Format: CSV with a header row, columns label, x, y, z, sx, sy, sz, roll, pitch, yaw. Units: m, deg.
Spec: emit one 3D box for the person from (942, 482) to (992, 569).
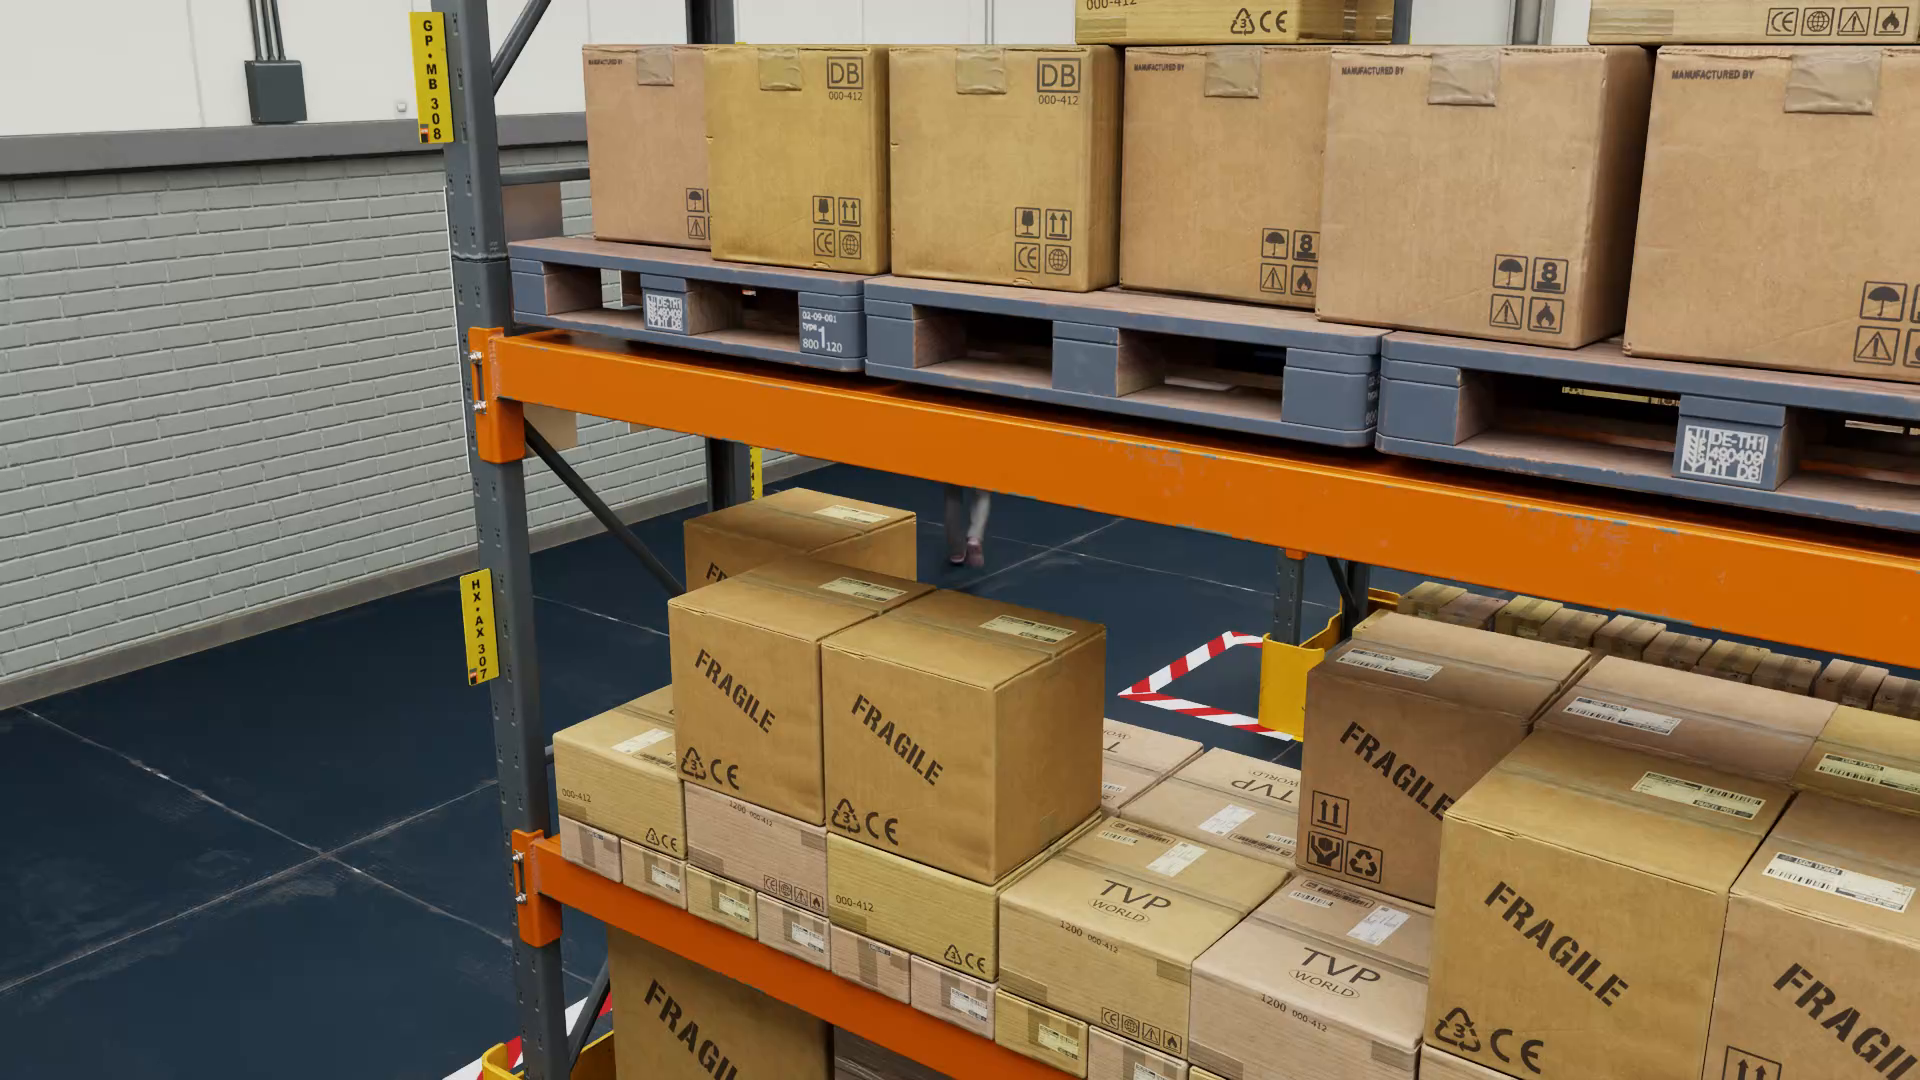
label,x,y,z,sx,sy,sz,roll,pitch,yaw
person,0.021,-0.591,11.478,0.445,1.631,0.708,2,17,6
